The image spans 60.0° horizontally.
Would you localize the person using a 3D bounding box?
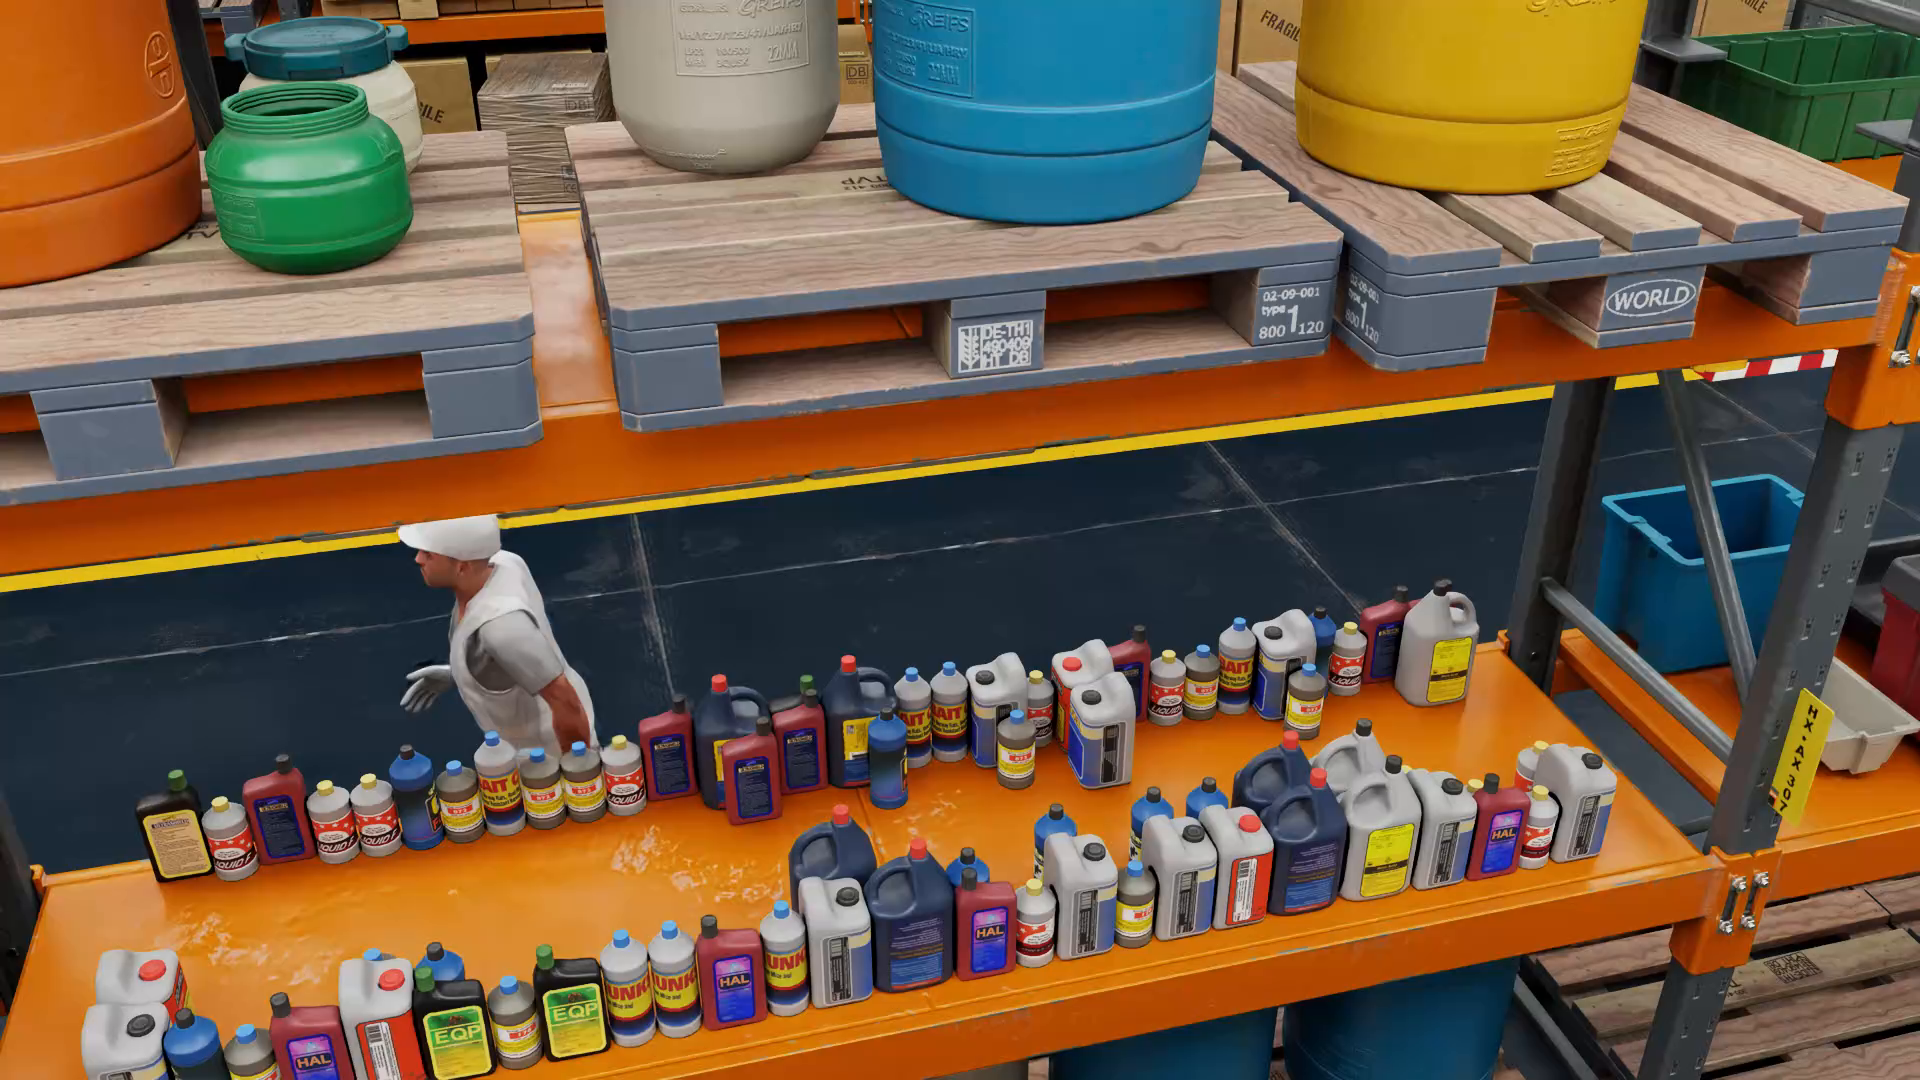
[{"bbox_3d":[-1.254,0.610,5.085,0.909,1.703,0.674,-4,30,-7],"label":"person"}]
